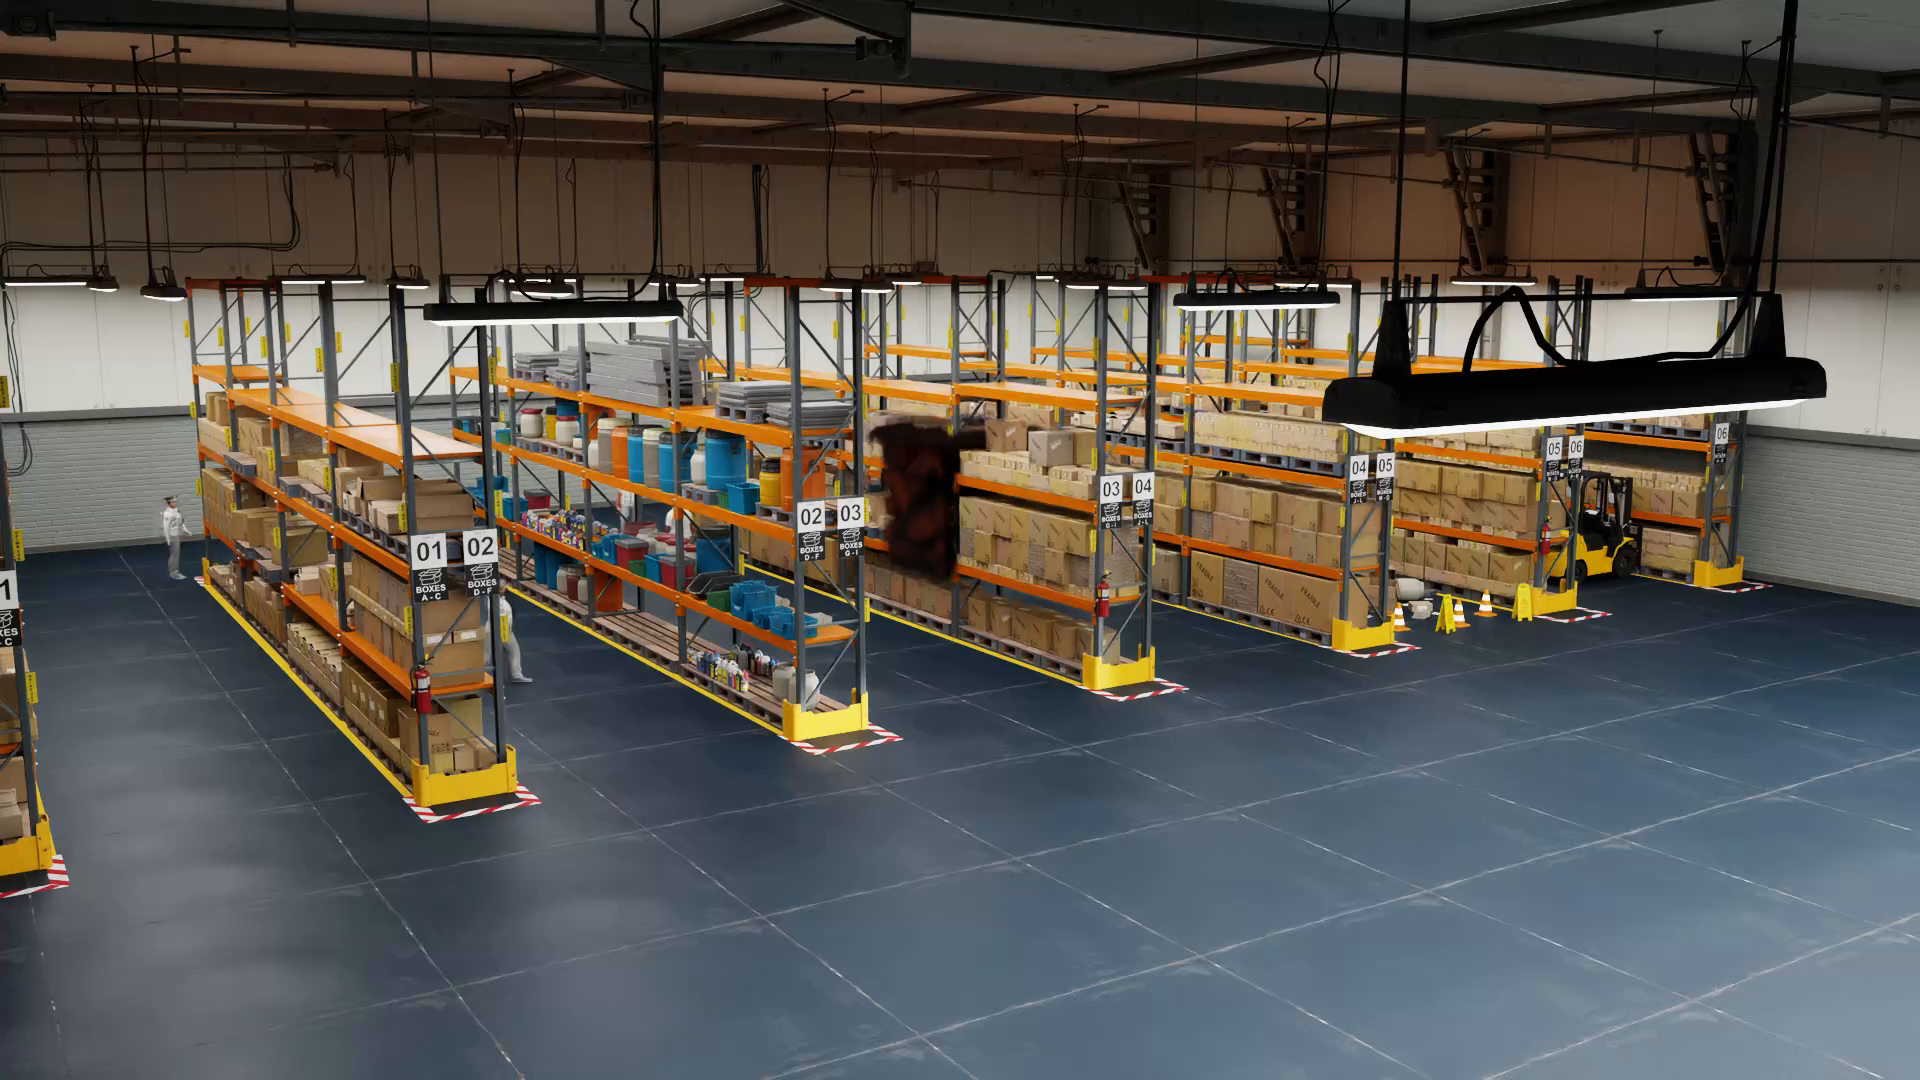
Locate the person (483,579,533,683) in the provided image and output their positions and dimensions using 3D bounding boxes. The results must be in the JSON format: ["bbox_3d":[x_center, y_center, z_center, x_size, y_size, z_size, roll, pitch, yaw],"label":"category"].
[{"bbox_3d":[-6.940,1.380,24.924,0.870,1.625,0.631,1,10,9],"label":"person"}]

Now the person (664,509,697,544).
[{"bbox_3d":[-5.504,-0.029,32.961,0.674,1.717,1.058,-6,11,-34],"label":"person"}]

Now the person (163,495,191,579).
[{"bbox_3d":[-15.719,-0.069,33.421,0.508,1.707,0.535,-5,11,-27],"label":"person"}]

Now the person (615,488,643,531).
[{"bbox_3d":[-7.461,-0.795,37.507,0.619,1.710,0.839,-2,10,-9],"label":"person"}]
